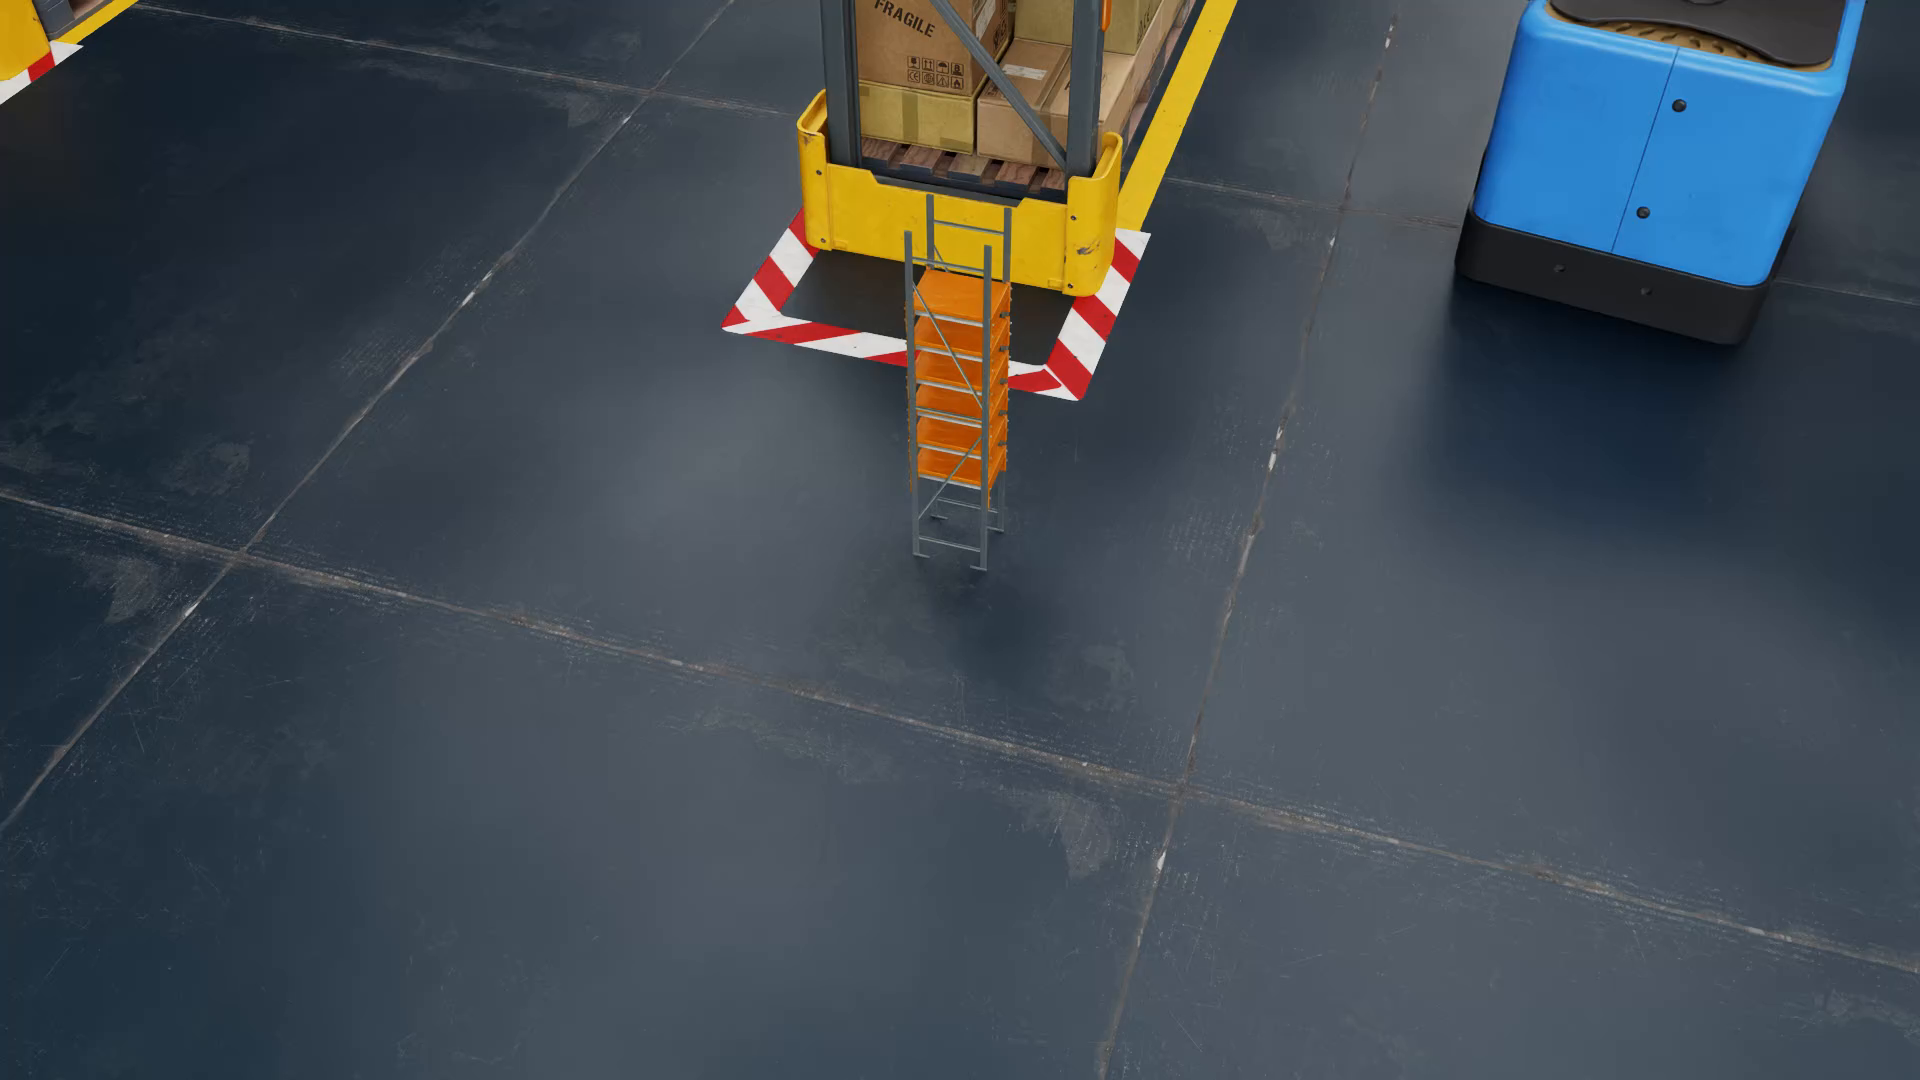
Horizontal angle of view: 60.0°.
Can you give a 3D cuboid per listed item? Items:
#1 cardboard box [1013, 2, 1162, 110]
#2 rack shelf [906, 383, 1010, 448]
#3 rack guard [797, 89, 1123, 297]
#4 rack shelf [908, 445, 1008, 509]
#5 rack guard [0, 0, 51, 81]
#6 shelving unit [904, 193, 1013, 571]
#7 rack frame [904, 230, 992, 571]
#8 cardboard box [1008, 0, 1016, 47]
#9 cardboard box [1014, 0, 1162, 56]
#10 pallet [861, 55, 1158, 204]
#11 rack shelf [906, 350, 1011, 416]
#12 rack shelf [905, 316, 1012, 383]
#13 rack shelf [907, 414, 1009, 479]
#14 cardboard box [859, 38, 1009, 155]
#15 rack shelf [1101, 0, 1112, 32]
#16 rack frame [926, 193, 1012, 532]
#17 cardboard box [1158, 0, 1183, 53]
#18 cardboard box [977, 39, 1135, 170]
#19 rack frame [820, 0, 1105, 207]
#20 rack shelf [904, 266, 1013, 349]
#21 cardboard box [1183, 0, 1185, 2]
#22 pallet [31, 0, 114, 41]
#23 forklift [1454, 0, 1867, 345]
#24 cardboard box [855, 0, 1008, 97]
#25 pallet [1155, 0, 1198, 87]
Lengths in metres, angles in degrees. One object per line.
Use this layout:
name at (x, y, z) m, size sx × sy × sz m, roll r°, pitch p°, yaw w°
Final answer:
cardboard box at (0.525, -2.029, 6.845) m, size 0.500 × 0.250 × 0.500 m, roll 13°, pitch 46°, yaw 13°
rack shelf at (-0.004, -0.387, 4.852) m, size 0.258 × 0.103 × 0.180 m, roll 13°, pitch 46°, yaw 12°
rack guard at (-0.005, -1.308, 6.229) m, size 1.175 × 0.500 × 0.348 m, roll 13°, pitch 46°, yaw 13°
rack shelf at (-0.004, -0.216, 5.019) m, size 0.258 × 0.103 × 0.180 m, roll 13°, pitch 46°, yaw 12°
rack guard at (-4.697, -2.421, 7.367) m, size 1.175 × 0.500 × 0.348 m, roll 13°, pitch 46°, yaw 13°
shelving unit at (-0.004, -0.419, 4.820) m, size 0.258 × 1.200 × 0.189 m, roll 13°, pitch 46°, yaw 13°
rack frame at (-0.032, -0.358, 4.758) m, size 0.240 × 1.200 × 0.006 m, roll 13°, pitch 46°, yaw 13°
cardboard box at (0.023, -2.141, 6.959) m, size 0.500 × 0.250 × 0.500 m, roll 13°, pitch 46°, yaw 13°
cardboard box at (0.526, -2.297, 6.582) m, size 0.500 × 0.500 × 0.500 m, roll 13°, pitch 46°, yaw 13°
pallet at (0.194, -1.739, 6.877) m, size 1.003 × 0.211 × 1.213 m, roll 13°, pitch 46°, yaw 13°
rack shelf at (-0.004, -0.473, 4.768) m, size 0.258 × 0.103 × 0.180 m, roll 13°, pitch 46°, yaw 12°
rack shelf at (-0.004, -0.559, 4.684) m, size 0.258 × 0.103 × 0.180 m, roll 13°, pitch 46°, yaw 12°
rack shelf at (-0.004, -0.302, 4.936) m, size 0.258 × 0.103 × 0.180 m, roll 13°, pitch 46°, yaw 12°
cardboard box at (-0.117, -1.805, 6.615) m, size 0.500 × 0.250 × 0.500 m, roll 13°, pitch 46°, yaw 13°
rack shelf at (0.608, -3.293, 6.985) m, size 1.077 × 0.370 × 4.000 m, roll 13°, pitch 46°, yaw 13°
rack frame at (0.023, -0.480, 4.883) m, size 0.240 × 1.200 × 0.006 m, roll 13°, pitch 46°, yaw 13°
cardboard box at (0.676, -2.362, 7.185) m, size 0.500 × 0.250 × 0.500 m, roll 13°, pitch 46°, yaw 13°
cardboard box at (0.377, -1.695, 6.503) m, size 0.500 × 0.250 × 0.500 m, roll 13°, pitch 46°, yaw 13°
rack frame at (0.002, -2.217, 5.371) m, size 1.000 × 3.000 × 0.127 m, roll 13°, pitch 46°, yaw 13°
rack shelf at (-0.004, -0.645, 4.600) m, size 0.258 × 0.103 × 0.180 m, roll 13°, pitch 46°, yaw 12°
cardboard box at (0.833, -2.695, 7.525) m, size 0.500 × 0.250 × 0.500 m, roll 13°, pitch 46°, yaw 13°
pallet at (-4.417, -2.852, 8.014) m, size 1.003 × 0.211 × 1.213 m, roll 13°, pitch 46°, yaw 13°
forklift at (2.952, -2.769, 5.984) m, size 1.130 × 2.935 × 3.031 m, roll 19°, pitch 48°, yaw 19°
cardboard box at (-0.119, -2.073, 6.354) m, size 0.500 × 0.500 × 0.500 m, roll 13°, pitch 46°, yaw 13°
pallet at (0.565, -2.550, 7.705) m, size 1.003 × 0.211 × 1.213 m, roll 13°, pitch 46°, yaw 13°
